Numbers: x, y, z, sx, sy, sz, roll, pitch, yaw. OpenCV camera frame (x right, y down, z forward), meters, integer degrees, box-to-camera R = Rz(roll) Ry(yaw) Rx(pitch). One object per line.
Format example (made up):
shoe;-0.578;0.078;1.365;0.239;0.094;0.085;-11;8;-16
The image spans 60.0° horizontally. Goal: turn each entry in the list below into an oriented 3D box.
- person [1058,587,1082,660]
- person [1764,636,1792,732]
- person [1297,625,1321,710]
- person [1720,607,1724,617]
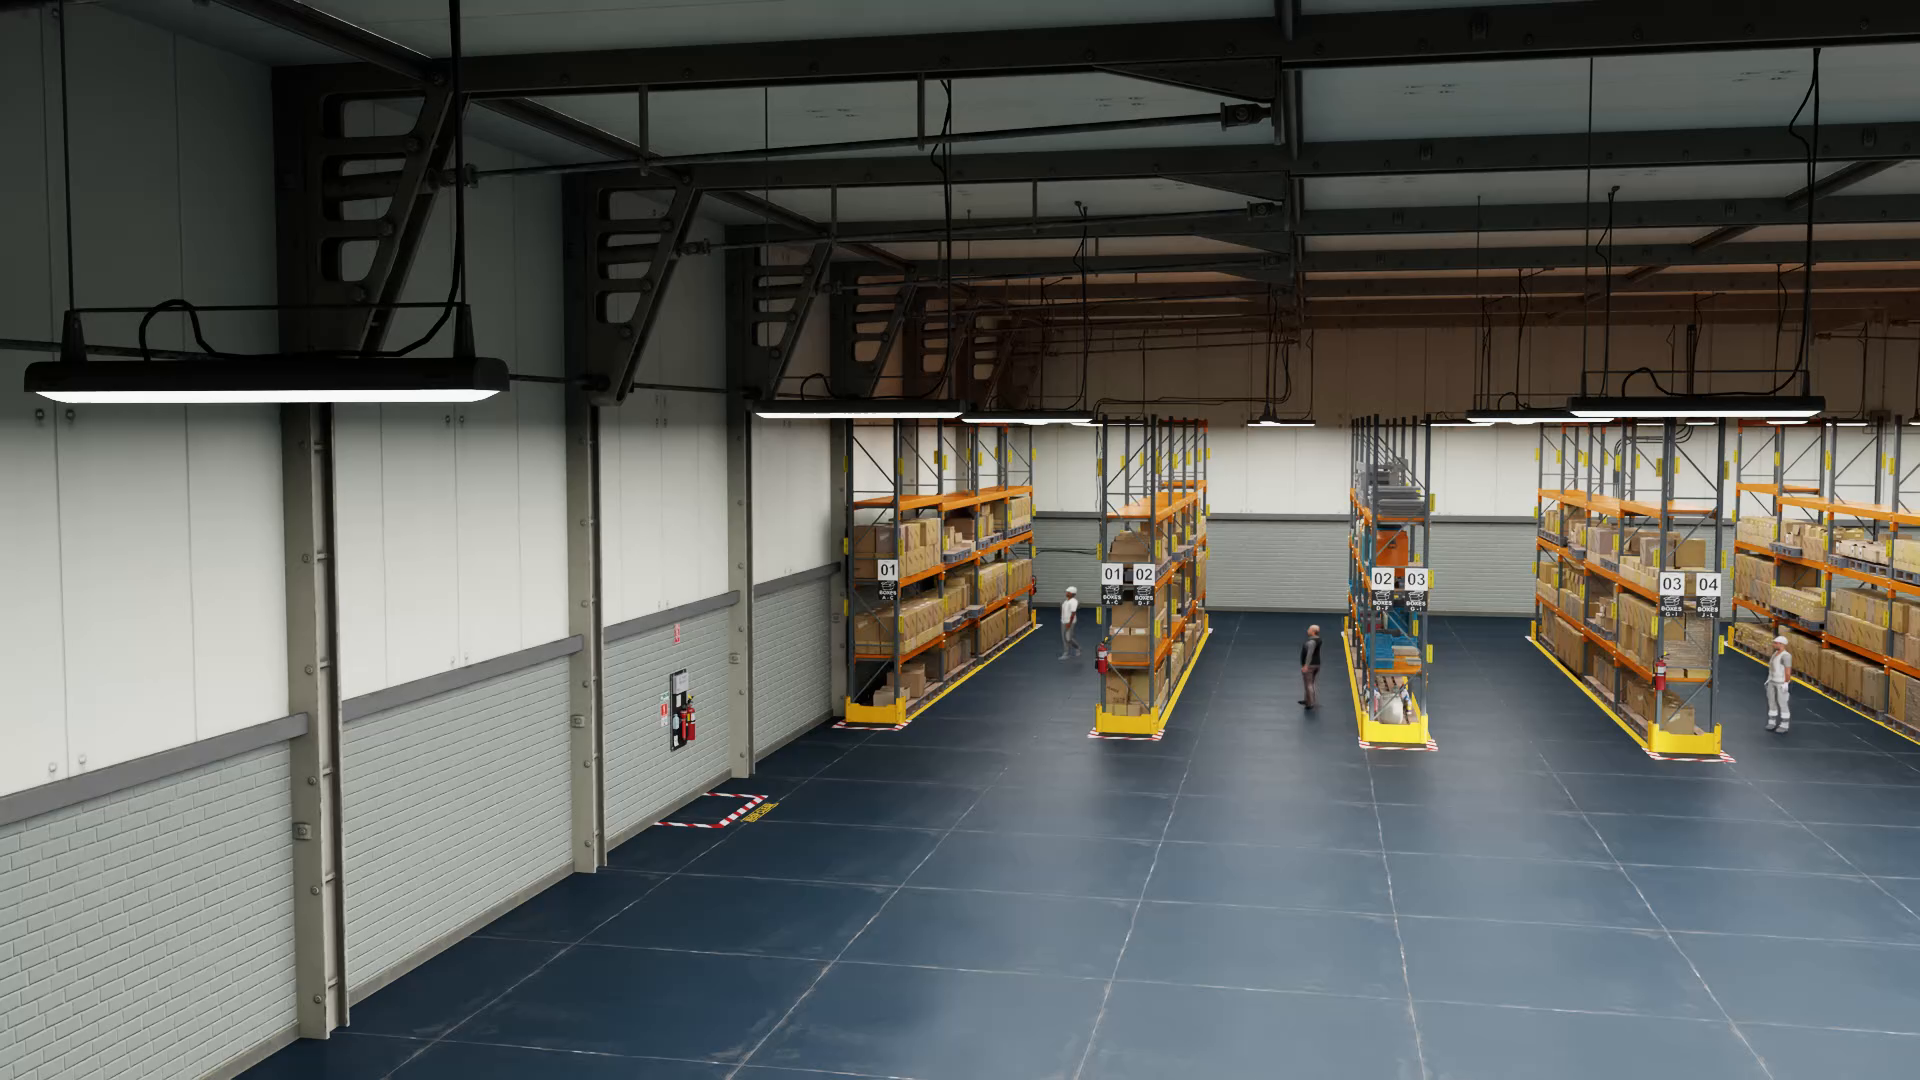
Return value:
person;2.657;1.998;40.062;0.615;1.760;0.591;-2;4;-31
person;15.518;2.718;31.555;0.390;1.797;0.589;-1;4;-17
person;7.140;2.597;34.235;0.628;1.717;0.545;4;5;44
person;18.705;2.136;41.409;0.512;1.584;1.028;1;4;13
